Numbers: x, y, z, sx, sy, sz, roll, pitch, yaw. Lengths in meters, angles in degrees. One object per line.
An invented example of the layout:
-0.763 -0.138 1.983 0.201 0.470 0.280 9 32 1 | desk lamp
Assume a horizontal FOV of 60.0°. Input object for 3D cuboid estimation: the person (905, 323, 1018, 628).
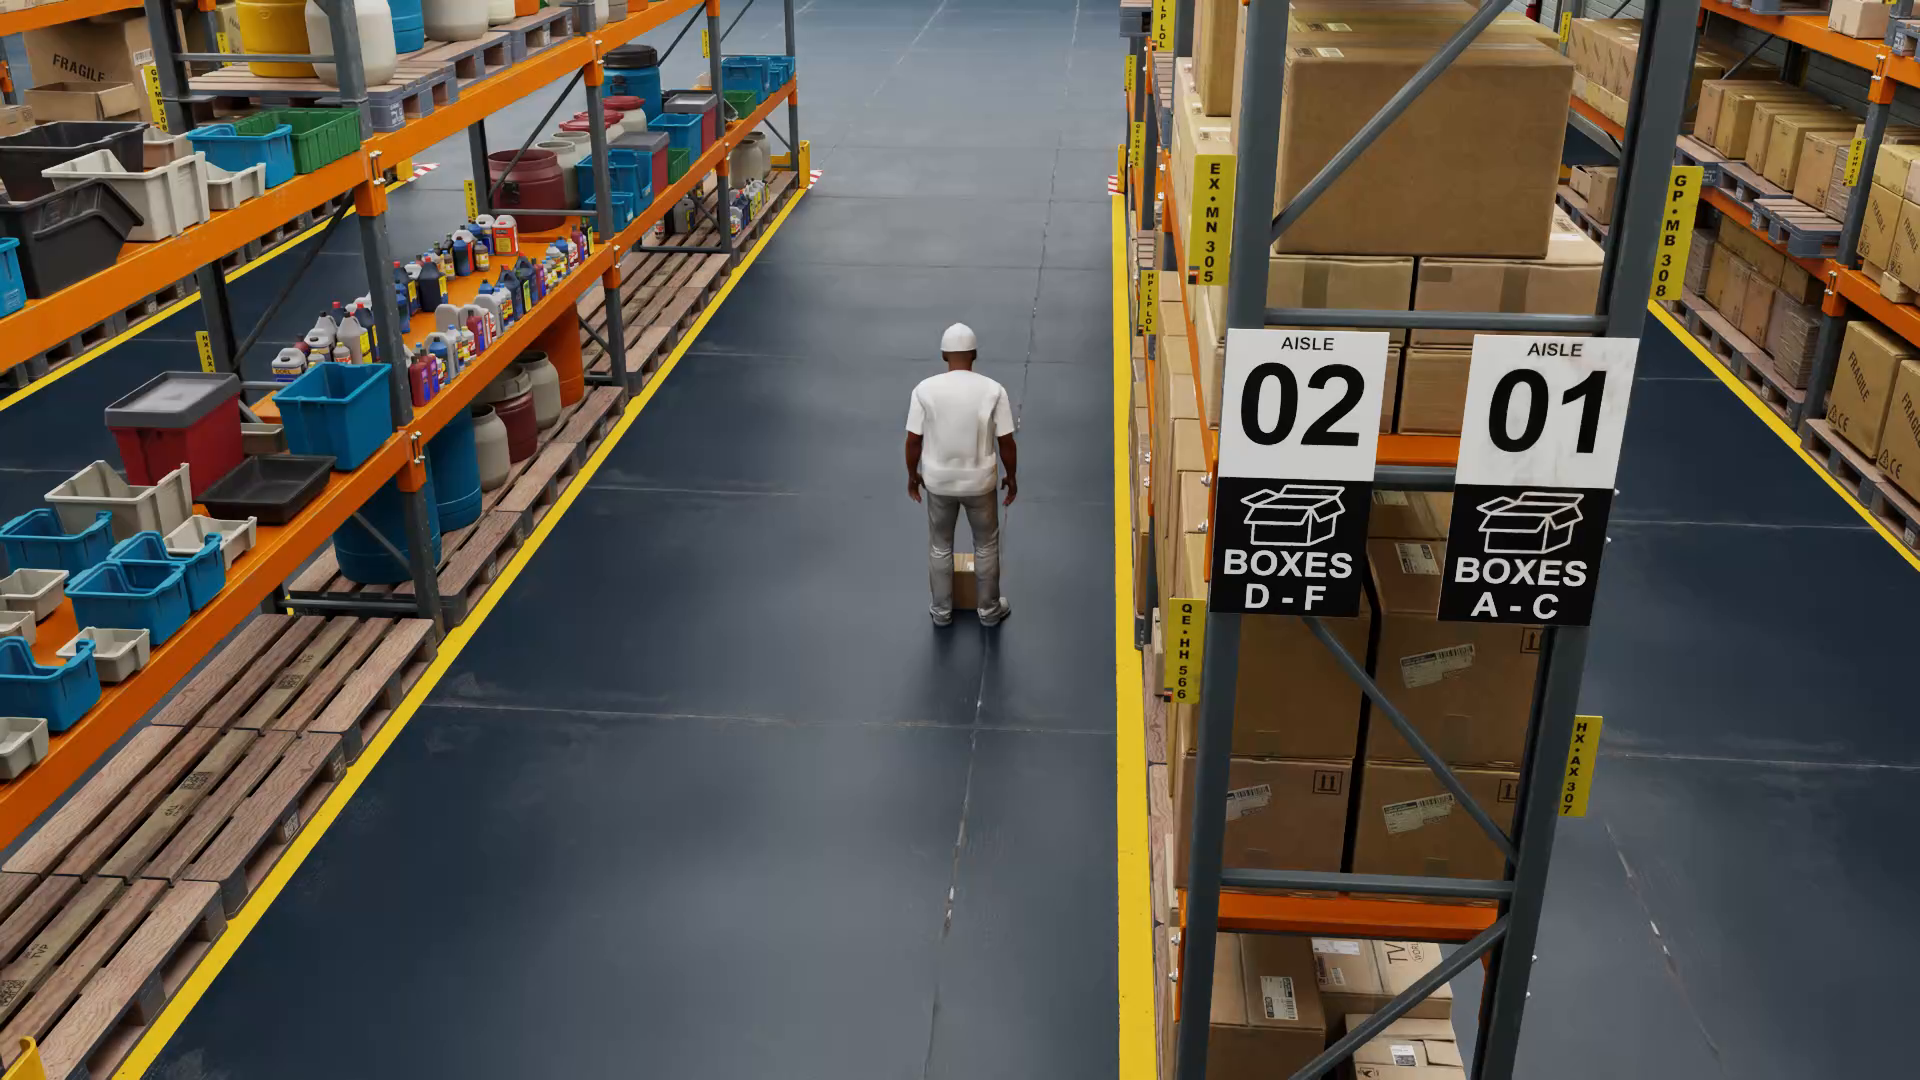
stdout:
0.010 -0.349 9.352 0.626 1.761 0.458 2 24 5 | person
